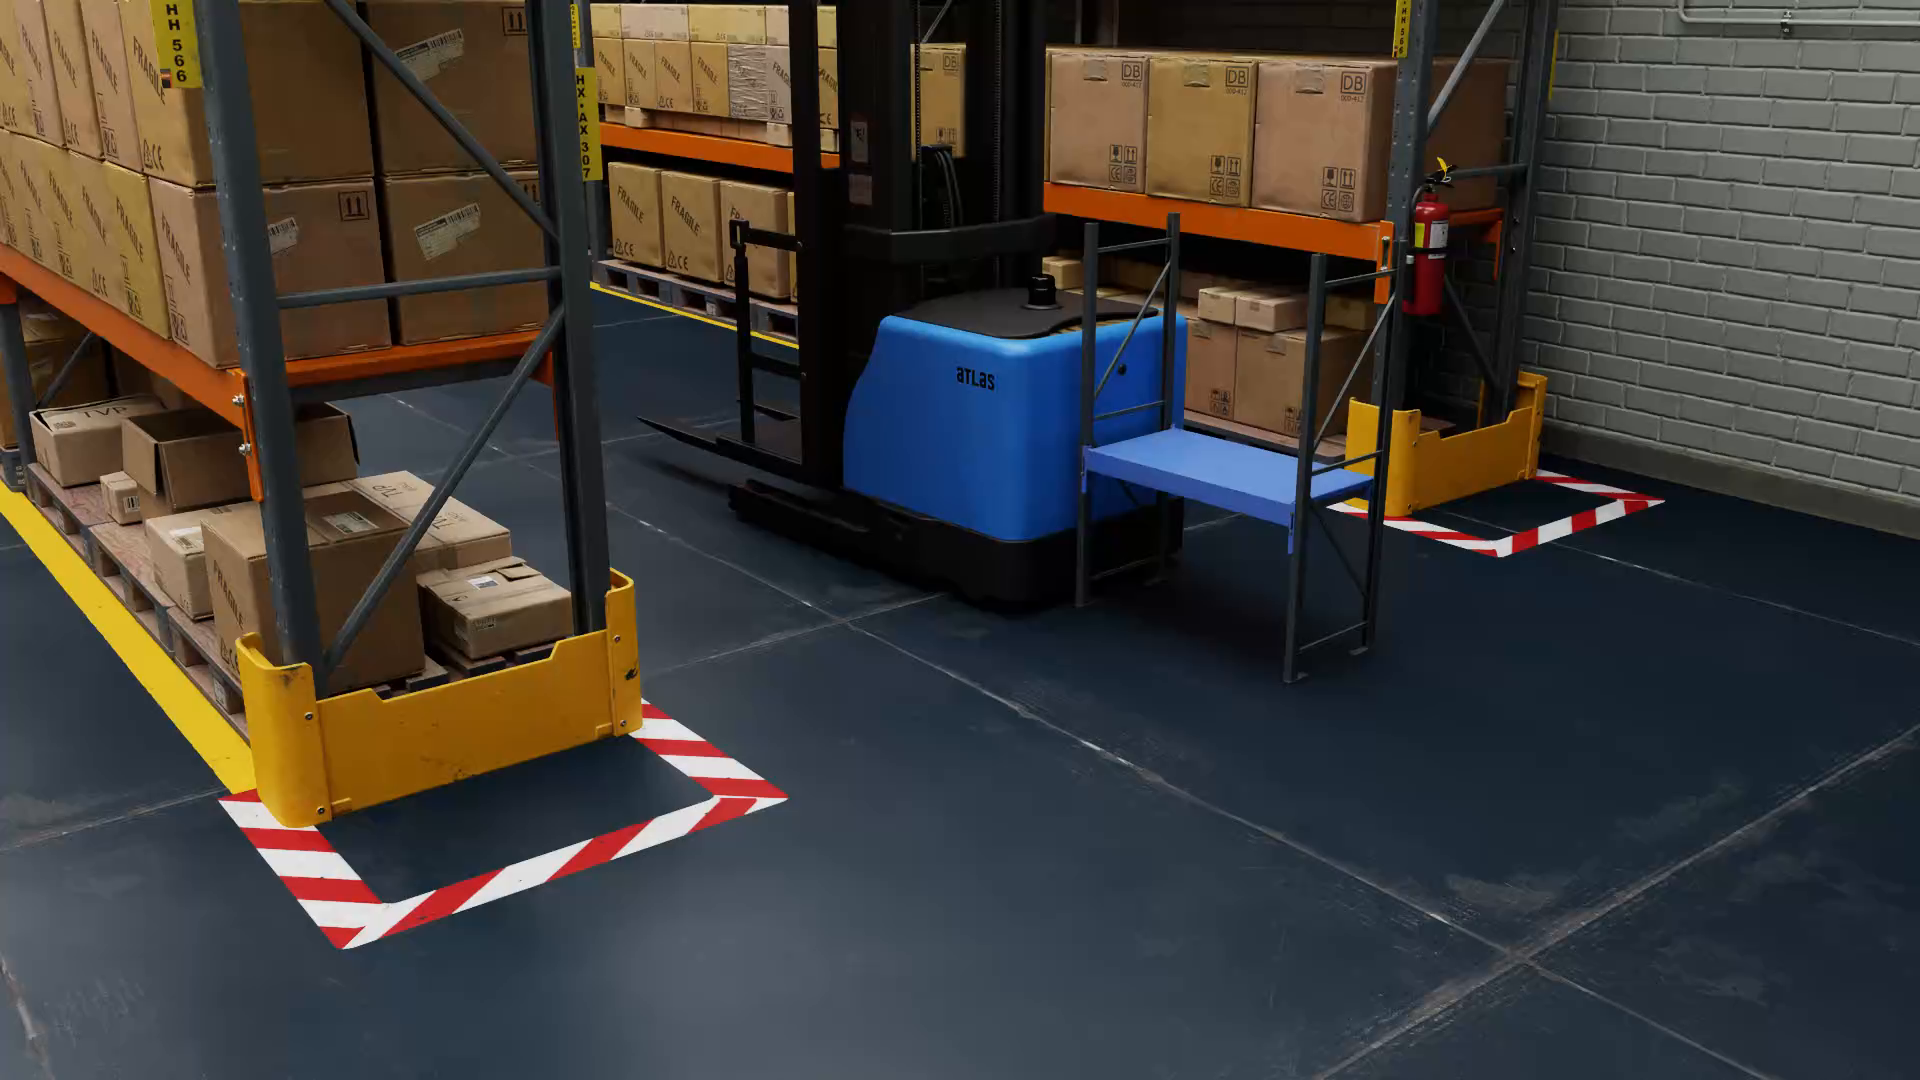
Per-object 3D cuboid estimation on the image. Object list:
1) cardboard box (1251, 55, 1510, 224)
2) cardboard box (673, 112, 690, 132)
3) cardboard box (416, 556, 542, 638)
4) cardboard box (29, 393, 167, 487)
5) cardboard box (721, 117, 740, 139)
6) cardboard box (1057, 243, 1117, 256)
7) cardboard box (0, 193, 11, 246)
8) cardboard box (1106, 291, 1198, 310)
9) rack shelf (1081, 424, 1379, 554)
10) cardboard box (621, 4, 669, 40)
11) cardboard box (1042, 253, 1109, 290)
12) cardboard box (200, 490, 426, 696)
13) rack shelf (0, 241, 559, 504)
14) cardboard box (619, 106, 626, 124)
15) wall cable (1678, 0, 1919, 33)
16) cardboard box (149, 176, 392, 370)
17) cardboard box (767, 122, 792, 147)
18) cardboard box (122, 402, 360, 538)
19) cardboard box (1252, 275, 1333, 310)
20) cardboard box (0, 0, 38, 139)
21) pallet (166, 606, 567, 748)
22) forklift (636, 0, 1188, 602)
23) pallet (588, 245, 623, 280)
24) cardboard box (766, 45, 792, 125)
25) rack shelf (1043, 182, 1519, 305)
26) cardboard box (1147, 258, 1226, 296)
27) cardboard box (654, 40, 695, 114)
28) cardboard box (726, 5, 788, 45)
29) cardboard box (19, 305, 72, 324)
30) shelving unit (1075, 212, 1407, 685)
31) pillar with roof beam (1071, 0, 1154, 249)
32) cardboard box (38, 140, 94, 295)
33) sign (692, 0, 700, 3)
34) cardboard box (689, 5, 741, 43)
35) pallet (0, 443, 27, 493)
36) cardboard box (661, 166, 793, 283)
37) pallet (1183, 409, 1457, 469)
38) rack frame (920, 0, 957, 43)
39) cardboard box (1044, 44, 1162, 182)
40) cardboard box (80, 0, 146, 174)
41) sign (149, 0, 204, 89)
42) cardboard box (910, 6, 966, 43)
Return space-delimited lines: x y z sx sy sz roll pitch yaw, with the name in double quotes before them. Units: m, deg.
"cardboard box" 2.014 -1.949 8.000 0.980 0.700 0.700 -13 22 -34
"cardboard box" -1.936 -3.172 12.539 0.380 0.149 0.250 -13 23 -35
"cardboard box" -1.688 0.189 5.828 0.380 0.166 0.250 -14 23 -36
"cardboard box" -3.935 -0.488 7.641 0.500 0.311 0.500 -14 23 -36
"cardboard box" -1.487 -2.976 11.947 0.380 0.149 0.250 -13 22 -34
"cardboard box" 0.798 -1.665 9.897 0.380 0.149 0.250 -15 23 -38
"cardboard box" -3.923 -1.570 7.172 0.500 0.500 0.500 -13 22 -35
"cardboard box" 1.202 -1.096 9.209 0.700 0.500 0.500 -15 23 -38
"rack shelf" 0.992 -0.209 6.179 0.538 0.185 1.000 -16 24 -39
"cardboard box" -2.214 -3.914 12.554 0.500 0.250 0.500 -14 23 -37
"cardboard box" 0.633 -1.537 9.508 0.380 0.149 0.250 -15 23 -38
"cardboard box" -2.073 0.176 5.334 0.500 0.500 0.500 -14 23 -36
"rack shelf" -2.784 -0.867 6.352 1.077 0.370 4.000 -14 23 -36
"cardboard box" -2.456 -3.355 13.089 0.380 0.149 0.250 -14 23 -35
"wall cable" 3.875 -2.035 7.119 0.084 1.984 1.851 -14 23 -36
"cardboard box" -2.034 -0.820 4.908 0.500 0.500 0.500 -13 22 -34
"cardboard box" -1.087 -2.771 11.327 0.380 0.149 0.250 -14 23 -36
"cardboard box" -2.855 -0.263 6.656 0.797 0.503 0.637 -14 23 -36
"cardboard box" 1.745 -1.290 8.762 0.380 0.149 0.250 -14 23 -36
"cardboard box" -3.314 -1.798 6.272 0.500 0.500 0.500 -15 23 -38
"pallet" -2.085 0.394 5.839 1.003 0.211 1.213 -14 23 -36
"forklift" -0.417 -1.538 7.343 1.130 2.935 3.031 -16 24 -39
"pallet" -3.112 -2.524 14.648 1.003 0.211 1.213 -14 23 -36
"cardboard box" -0.953 -3.055 11.153 0.500 0.500 0.500 -14 23 -36
"rack shelf" 1.097 -1.834 9.275 1.077 0.370 4.000 -14 23 -36
"cardboard box" 1.272 -1.477 9.328 0.380 0.149 0.250 -14 23 -36
"cardboard box" -1.902 -3.430 12.284 0.500 0.500 0.500 -14 23 -36
"cardboard box" -1.262 -3.542 11.429 0.500 0.250 0.500 -13 23 -35
"cardboard box" -4.857 -0.912 8.623 0.500 0.500 0.500 -14 23 -36
"shelving unit" 0.992 -0.379 6.122 0.538 1.500 1.048 -16 24 -39
"pillar with roof beam" -2.407 -4.673 7.159 9.100 9.000 0.400 -14 23 -36
"cardboard box" -2.977 -1.195 6.042 0.500 0.500 0.500 -14 23 -37
"sign" -2.195 -4.313 13.775 0.100 0.325 0.005 -14 23 -36
"cardboard box" -1.579 -3.667 11.808 0.500 0.250 0.500 -15 23 -37
"pallet" -4.560 -0.570 8.749 1.003 0.211 1.213 -14 23 -36
"cardboard box" -1.736 -2.409 12.619 0.750 0.750 0.750 -14 23 -36
"pallet" 1.781 -0.541 8.661 1.003 0.211 1.213 -14 23 -36
"rack frame" -0.145 -2.669 10.650 1.000 3.000 0.127 -14 23 -36
"cardboard box" 0.628 -2.493 9.643 0.980 0.700 0.700 -15 23 -37
"cardboard box" -2.348 -1.418 5.123 0.500 0.500 0.500 -13 22 -35
"sign" -1.990 -1.312 4.207 0.100 0.325 0.005 -14 23 -36
"cardboard box" -0.226 -3.387 10.963 0.500 0.250 0.500 -13 22 -34
